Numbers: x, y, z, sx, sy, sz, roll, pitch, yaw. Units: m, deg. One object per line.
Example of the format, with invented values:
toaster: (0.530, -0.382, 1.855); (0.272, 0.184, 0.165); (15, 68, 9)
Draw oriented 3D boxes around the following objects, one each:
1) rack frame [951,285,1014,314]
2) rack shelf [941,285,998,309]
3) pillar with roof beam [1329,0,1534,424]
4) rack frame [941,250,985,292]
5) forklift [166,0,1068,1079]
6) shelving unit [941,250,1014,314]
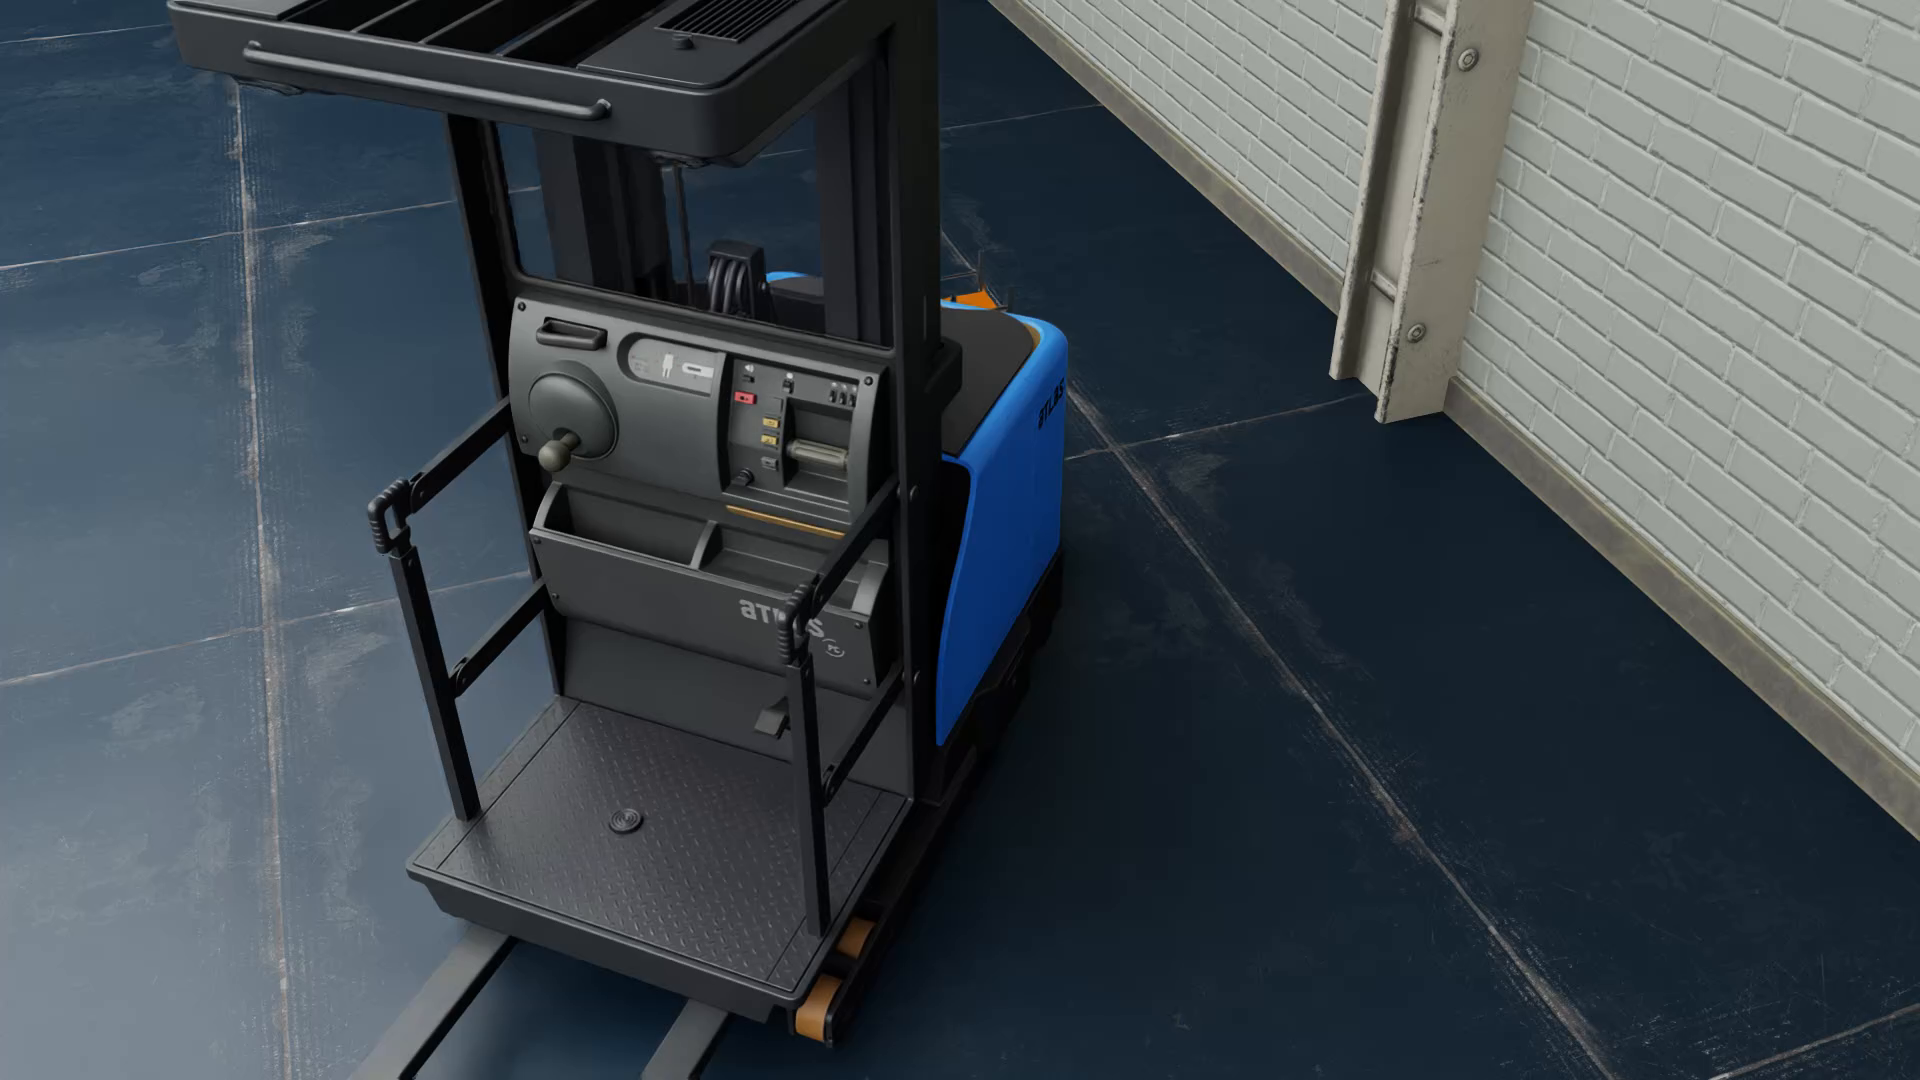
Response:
rack frame: (0.067, -0.330, 5.315); (0.200, 1.050, 0.008); (-12, 39, -16)
rack shelf: (0.025, -0.617, 5.242); (0.215, 0.259, 0.240); (-12, 39, -16)
pillar with roof beam: (-2.360, -3.289, 2.637); (9.100, 9.000, 0.400); (-12, 39, -16)
rack frame: (-0.017, -0.467, 5.498); (0.200, 1.050, 0.008); (-12, 39, -16)
forklift: (-0.693, -0.226, 3.613); (1.130, 2.935, 3.031); (14, 39, 17)
shelving unit: (0.025, -0.399, 5.407); (0.215, 1.050, 0.252); (-12, 39, -16)
